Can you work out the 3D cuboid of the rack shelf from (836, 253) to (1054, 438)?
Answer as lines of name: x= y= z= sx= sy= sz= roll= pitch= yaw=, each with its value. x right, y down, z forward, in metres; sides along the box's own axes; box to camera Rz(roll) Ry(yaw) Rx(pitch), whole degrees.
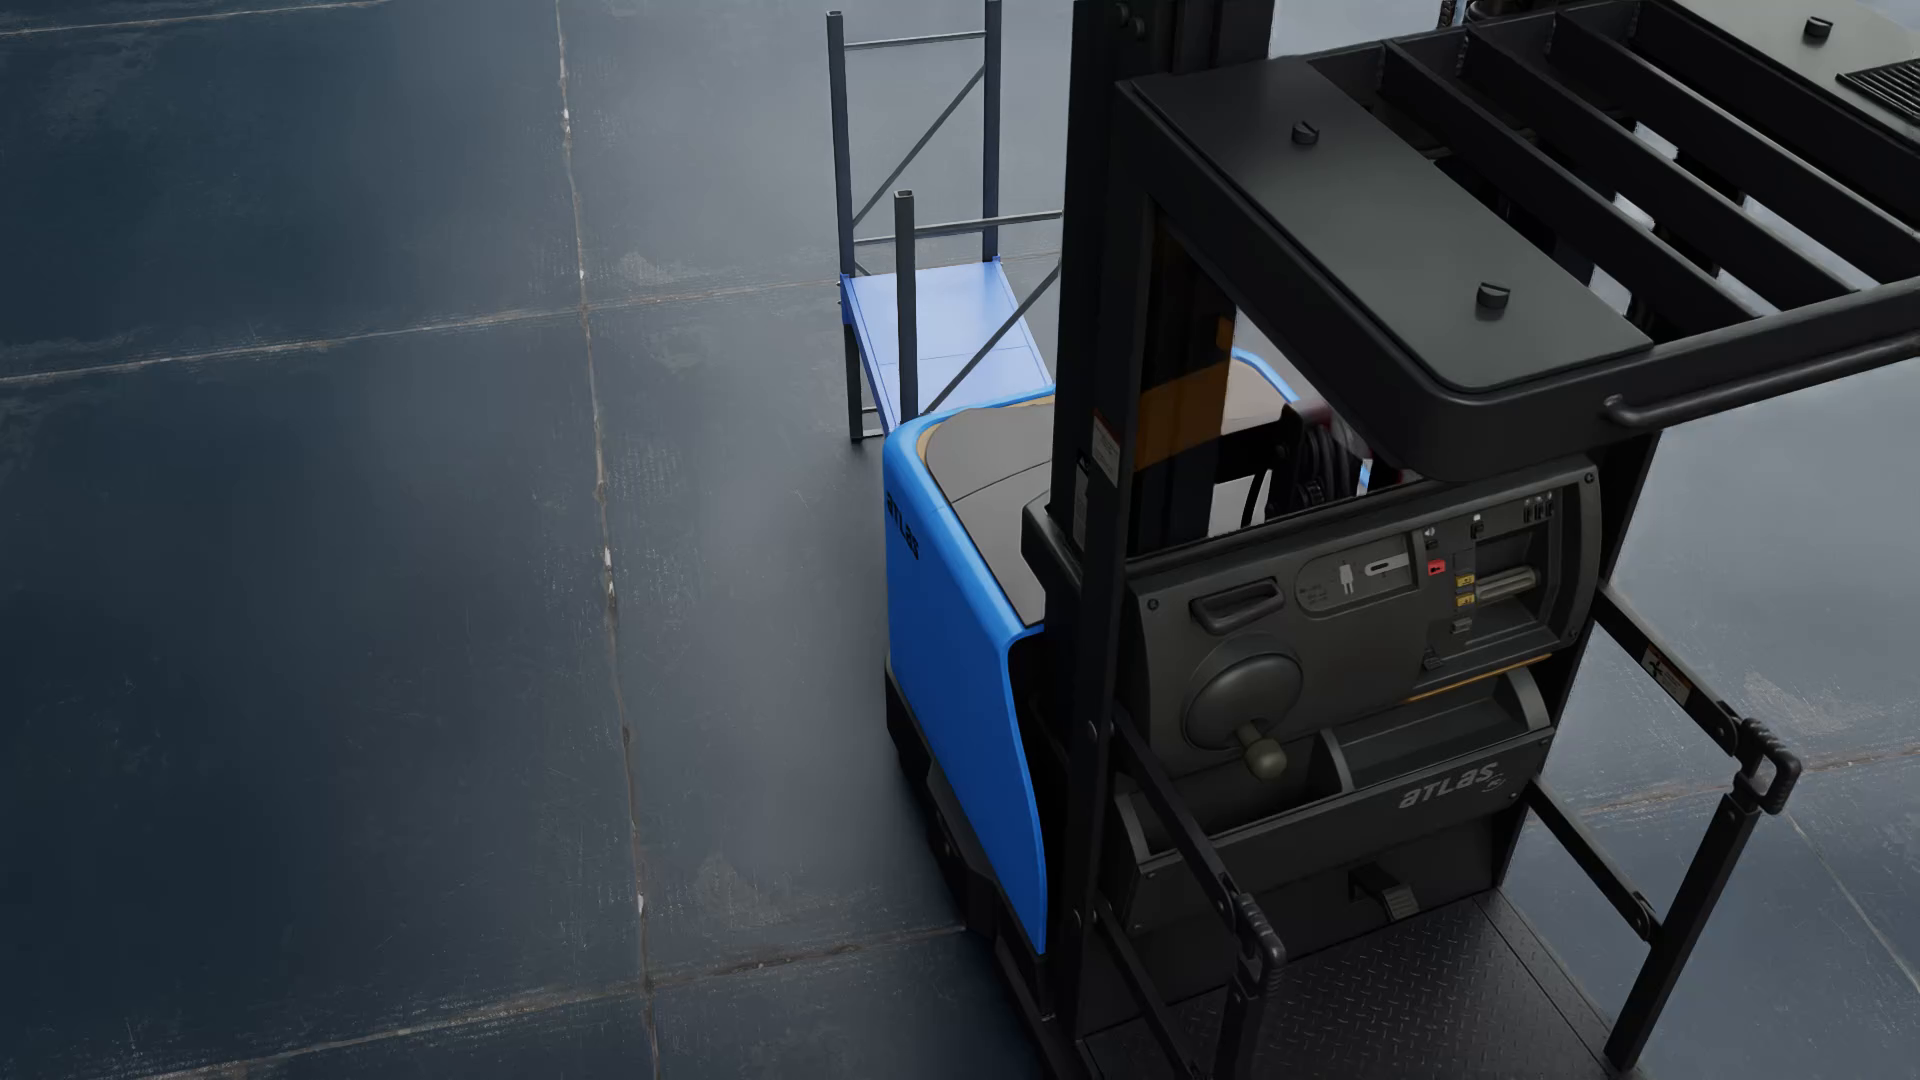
rack shelf: x=-0.018 y=-0.482 z=4.934 sx=0.538 sy=0.185 sz=1.000 roll=-8 pitch=42 yaw=-9

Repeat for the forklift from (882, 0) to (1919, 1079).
forklift: x=0.819 y=0.221 z=2.793 sx=1.130 sy=2.935 sz=3.031 roll=-15 pitch=44 yaw=-16

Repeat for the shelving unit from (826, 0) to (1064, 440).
shelving unit: x=-0.018 y=-0.616 z=4.814 sx=0.538 sy=1.500 sz=1.048 roll=-8 pitch=42 yaw=-9

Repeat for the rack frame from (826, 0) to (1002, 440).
rack frame: x=-0.128 y=-0.946 z=5.186 sx=0.500 sy=1.500 sz=0.032 roll=-8 pitch=42 yaw=-9

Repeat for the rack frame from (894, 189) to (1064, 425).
rack frame: x=0.091 y=-0.287 z=4.443 sx=0.500 sy=1.500 sz=0.032 roll=-8 pitch=42 yaw=-9
